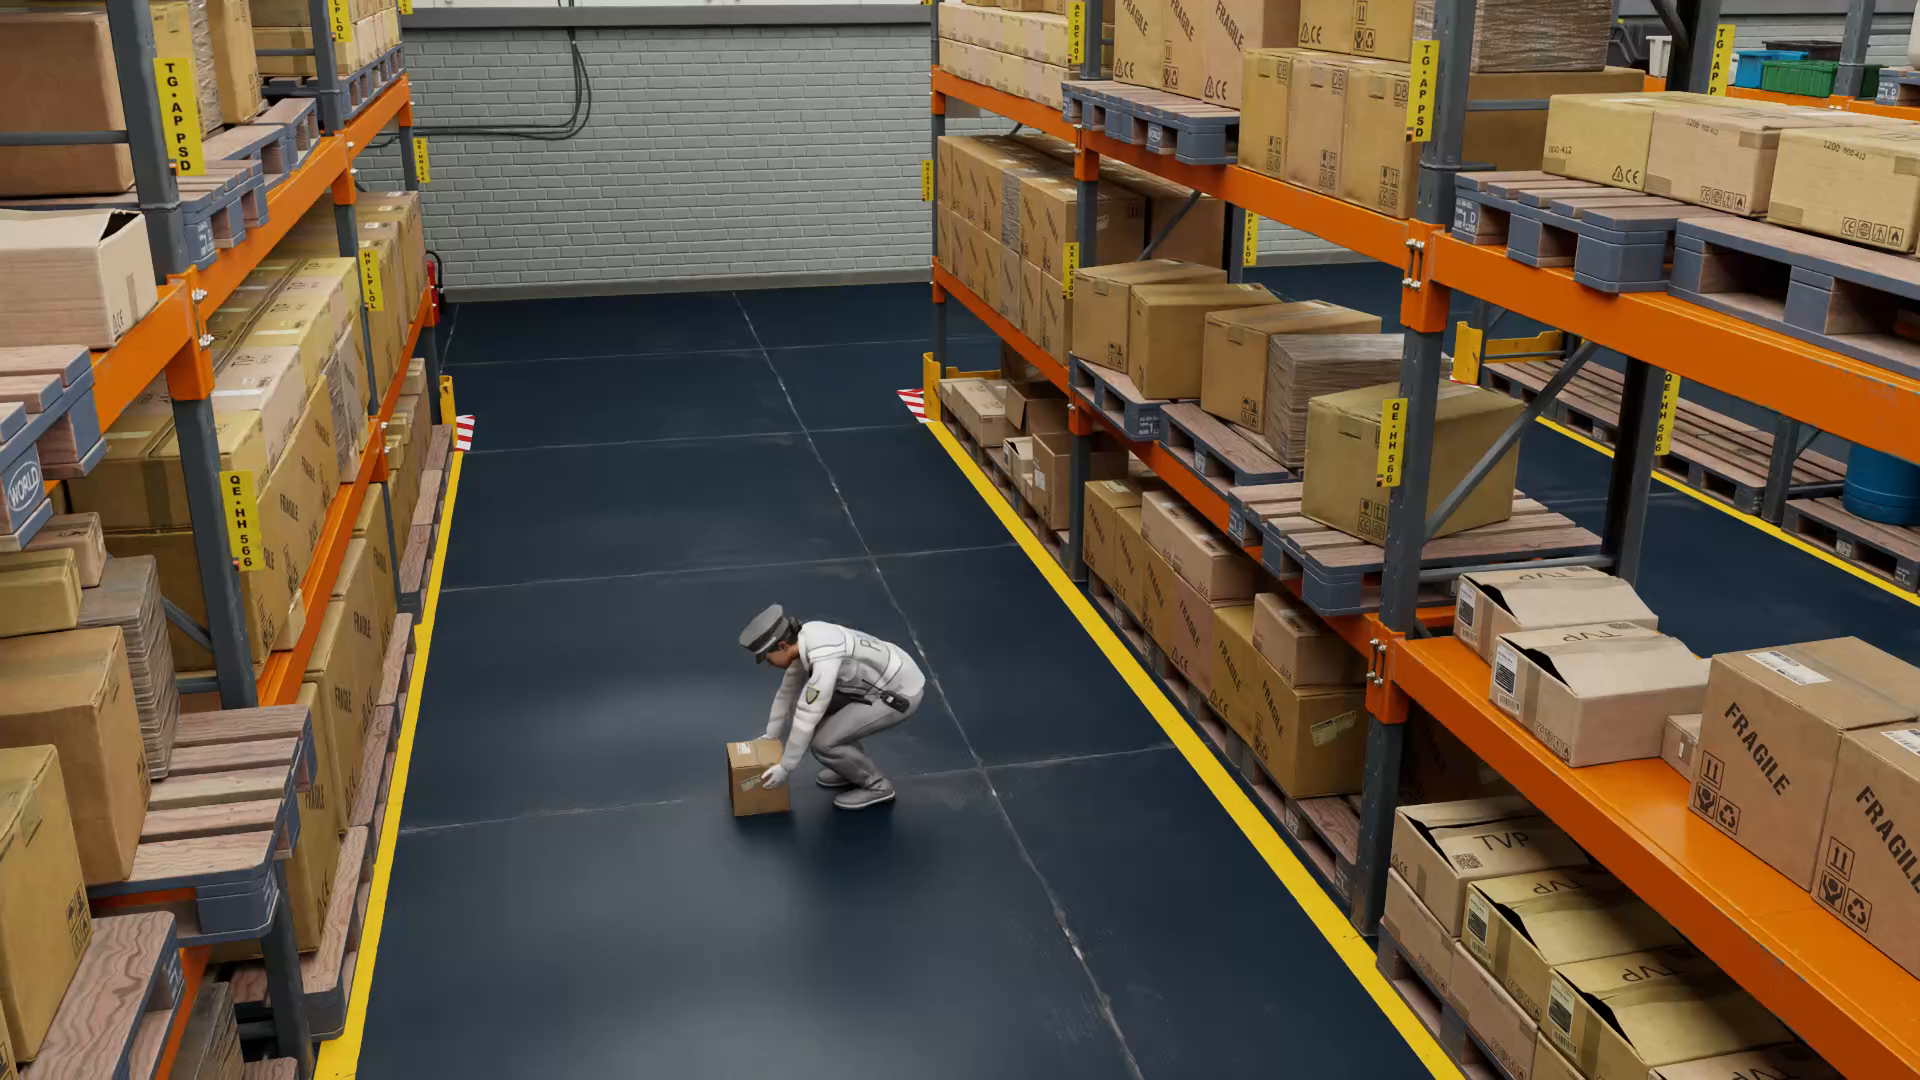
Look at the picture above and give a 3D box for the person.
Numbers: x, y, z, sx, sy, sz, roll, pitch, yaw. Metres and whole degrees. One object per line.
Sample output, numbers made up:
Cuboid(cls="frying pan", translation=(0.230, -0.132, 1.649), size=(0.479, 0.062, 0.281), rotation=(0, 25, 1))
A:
Cuboid(cls="person", translation=(-0.576, 0.732, 7.548), size=(0.845, 0.984, 0.489), rotation=(-5, 20, -13))
